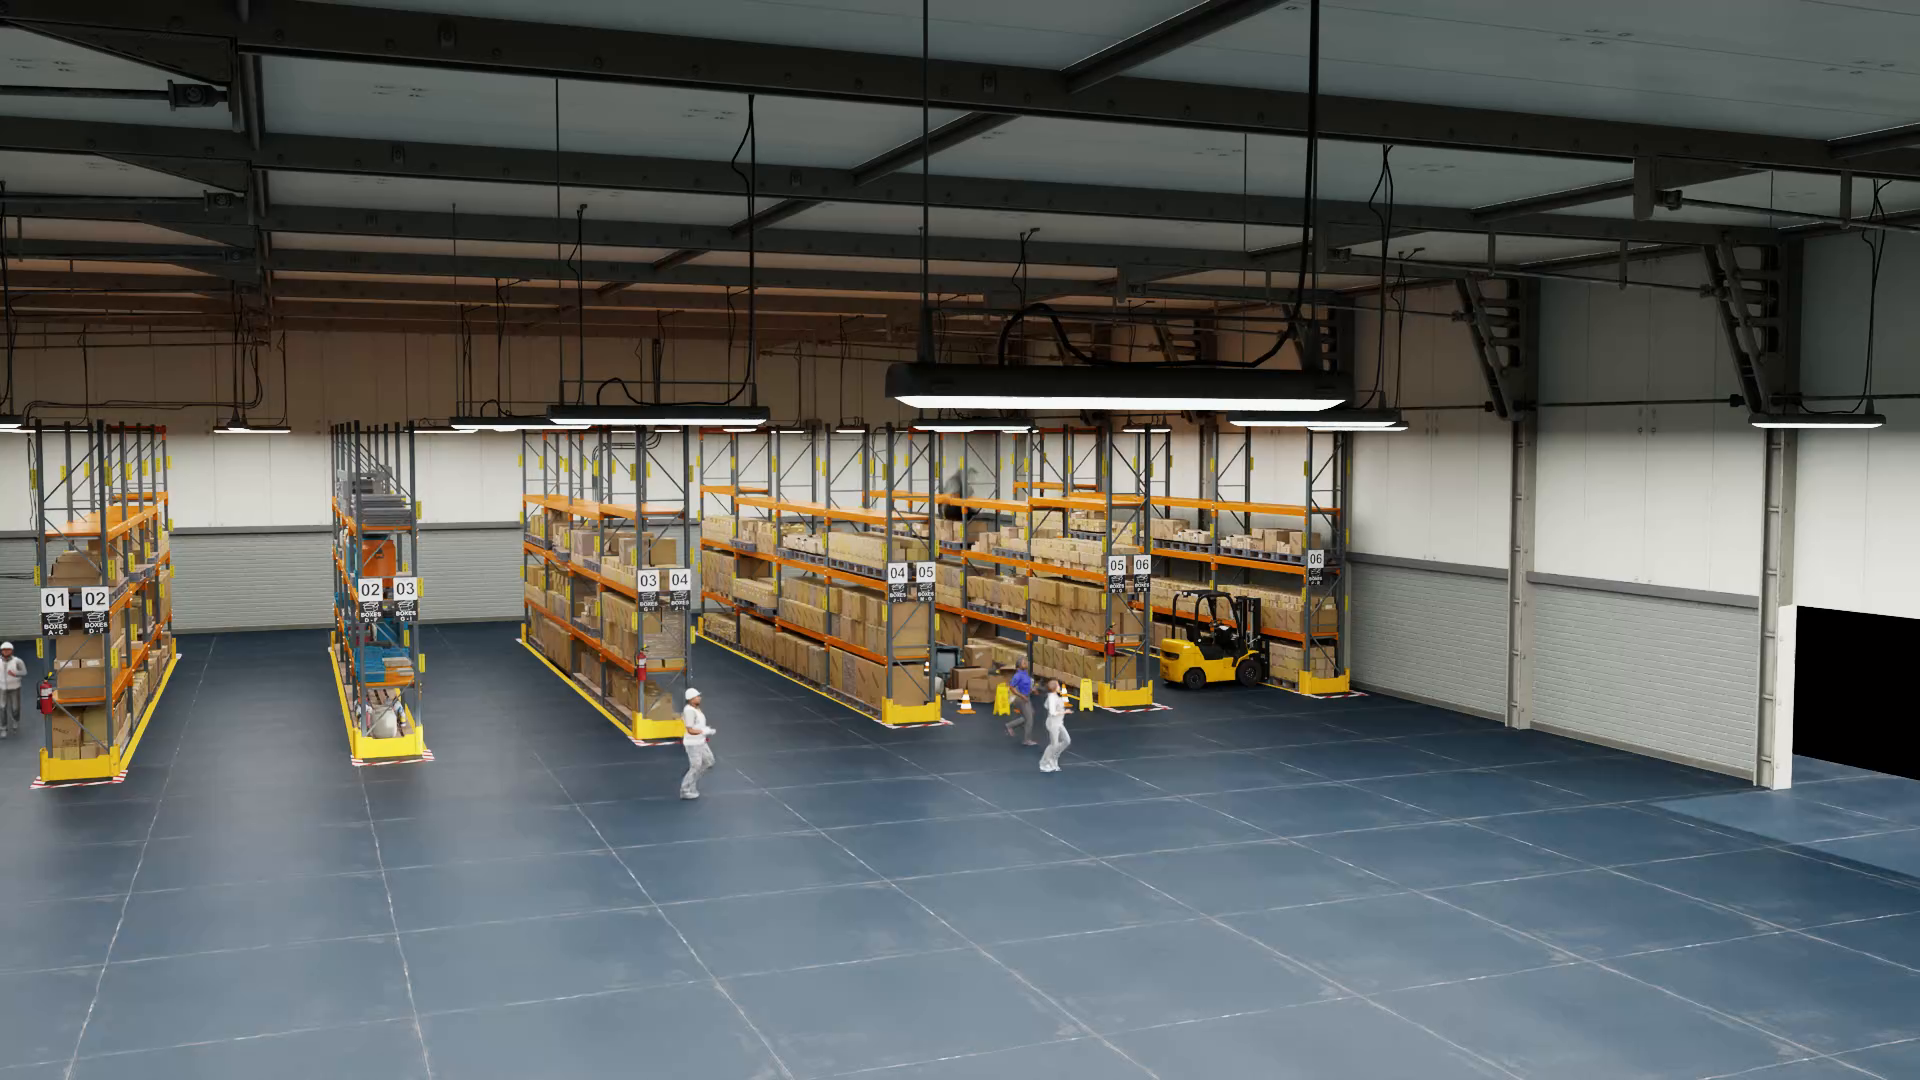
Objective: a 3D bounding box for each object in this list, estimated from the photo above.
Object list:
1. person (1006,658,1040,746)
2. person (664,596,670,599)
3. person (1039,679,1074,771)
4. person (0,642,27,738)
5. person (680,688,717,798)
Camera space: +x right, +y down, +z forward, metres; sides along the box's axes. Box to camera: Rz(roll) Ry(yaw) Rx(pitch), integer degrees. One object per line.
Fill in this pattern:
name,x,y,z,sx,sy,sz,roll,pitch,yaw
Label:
person,1.130,2.991,30.866,0.662,1.612,0.607,2,4,25
person,-8.409,1.849,48.550,0.714,1.690,0.621,3,5,39
person,1.647,3.159,28.270,0.608,1.588,0.516,1,4,14
person,-18.159,2.829,31.713,0.652,1.766,0.960,-2,4,-26
person,-4.113,3.197,26.201,0.627,1.743,0.656,0,4,2
